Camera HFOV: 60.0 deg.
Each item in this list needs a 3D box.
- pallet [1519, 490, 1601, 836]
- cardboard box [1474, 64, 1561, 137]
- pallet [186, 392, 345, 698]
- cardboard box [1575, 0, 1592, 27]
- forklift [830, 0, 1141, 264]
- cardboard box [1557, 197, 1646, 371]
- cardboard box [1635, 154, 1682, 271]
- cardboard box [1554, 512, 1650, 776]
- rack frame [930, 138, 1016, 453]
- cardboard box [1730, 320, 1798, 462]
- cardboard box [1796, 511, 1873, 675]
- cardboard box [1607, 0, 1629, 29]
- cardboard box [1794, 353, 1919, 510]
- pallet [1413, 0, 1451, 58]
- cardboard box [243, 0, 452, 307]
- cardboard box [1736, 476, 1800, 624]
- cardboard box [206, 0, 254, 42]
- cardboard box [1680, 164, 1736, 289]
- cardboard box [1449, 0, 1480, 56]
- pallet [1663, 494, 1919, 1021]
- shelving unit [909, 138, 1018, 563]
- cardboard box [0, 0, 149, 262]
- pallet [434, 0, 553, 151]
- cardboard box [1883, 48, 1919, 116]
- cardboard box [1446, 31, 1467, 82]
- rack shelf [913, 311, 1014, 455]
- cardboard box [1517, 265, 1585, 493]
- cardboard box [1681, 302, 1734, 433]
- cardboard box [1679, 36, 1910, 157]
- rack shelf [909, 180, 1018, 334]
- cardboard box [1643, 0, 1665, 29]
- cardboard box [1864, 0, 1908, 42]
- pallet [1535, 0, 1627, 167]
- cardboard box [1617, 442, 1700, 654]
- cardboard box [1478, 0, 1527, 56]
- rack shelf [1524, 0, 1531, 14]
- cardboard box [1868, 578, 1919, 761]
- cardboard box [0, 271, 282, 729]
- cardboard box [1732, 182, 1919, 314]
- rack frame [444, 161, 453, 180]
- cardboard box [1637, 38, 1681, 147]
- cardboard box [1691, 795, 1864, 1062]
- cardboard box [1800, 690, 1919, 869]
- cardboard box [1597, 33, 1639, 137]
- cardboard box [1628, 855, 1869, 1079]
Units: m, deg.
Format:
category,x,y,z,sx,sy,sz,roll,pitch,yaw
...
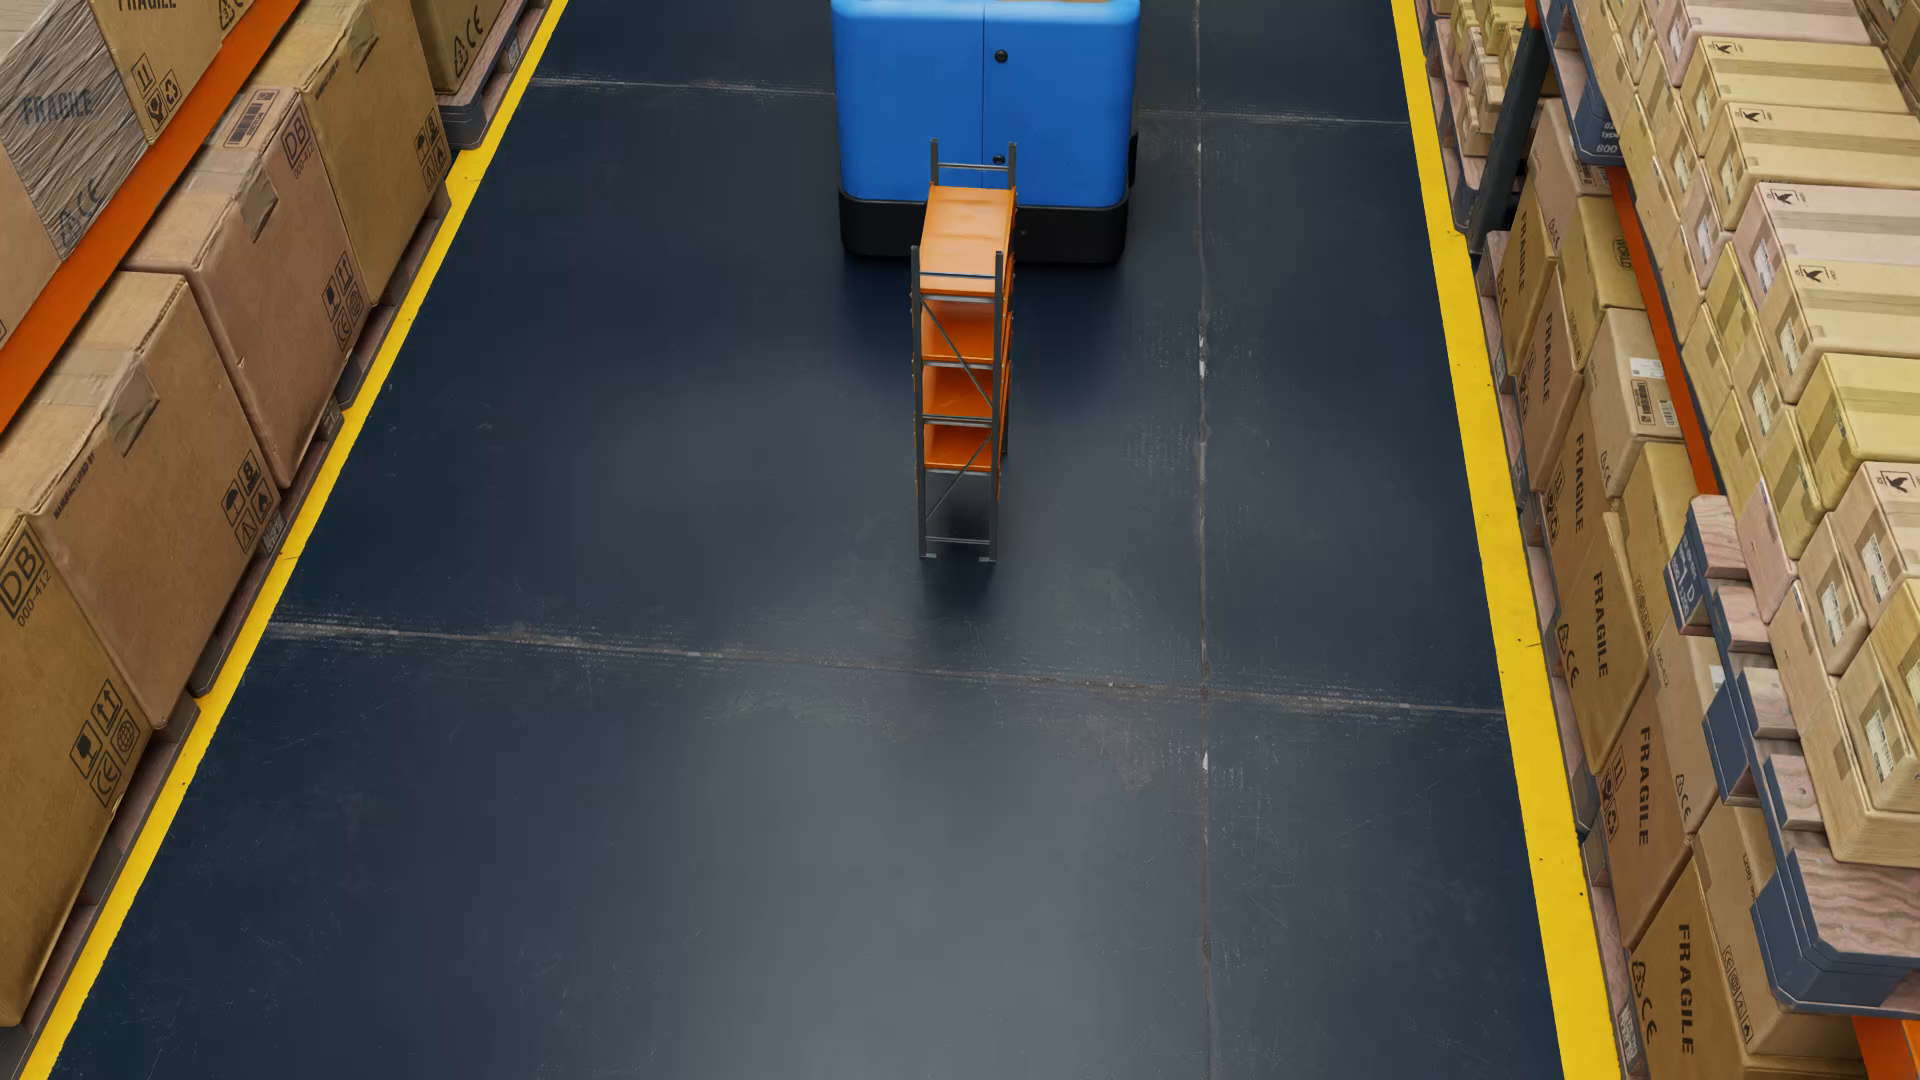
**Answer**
category,x,y,z,sx,sy,sz,roll,pitch,yaw
pallet,2.229,0.325,4.810,1.003,0.211,1.213,4,48,4
cardboard box,2.119,-1.620,6.145,0.380,0.149,0.250,5,48,4
pallet,-2.627,-0.083,5.183,1.003,0.211,1.213,4,48,4
cardboard box,1.867,-1.498,4.473,0.380,0.149,0.250,4,48,4
forklift,0.164,-3.084,6.084,1.130,2.935,3.031,2,48,2
cardboard box,2.031,-0.722,4.778,0.500,0.250,0.500,5,48,5
cardboard box,1.774,-0.741,3.780,0.380,0.149,0.250,2,48,2
cardboard box,1.925,0.282,4.369,0.500,0.500,0.500,2,48,2
rack frame,0.037,-0.706,5.083,0.240,1.200,0.015,4,48,4
cardboard box,1.702,-0.272,3.150,0.380,0.149,0.250,4,48,4
cardboard box,1.657,0.105,2.805,0.380,0.149,0.250,5,48,5
cardboard box,1.846,-1.414,4.195,0.380,0.149,0.250,2,48,2
cardboard box,1.680,-0.173,2.858,0.380,0.149,0.250,5,48,5
pallet,2.542,-2.541,7.431,1.003,0.211,1.213,4,48,4
cardboard box,-2.561,-1.448,5.697,1.225,0.875,0.875,4,48,4
cardboard box,1.677,0.031,3.075,0.380,0.149,0.250,5,48,4
cardboard box,-2.345,-1.803,4.799,0.500,0.500,0.500,5,48,5
cardboard box,1.750,-0.647,3.493,0.380,0.149,0.250,5,48,5
cardboard box,2.139,-2.018,6.508,0.380,0.149,0.250,2,48,2
pallet,2.002,0.386,2.994,1.213,0.211,1.003,4,48,4
shelving unit,0.015,-0.527,4.919,0.258,1.200,0.503,4,48,4
cardboard box,-2.437,-1.051,4.111,0.500,0.500,0.500,4,48,4
pallet,-2.376,-2.107,7.034,1.003,0.211,1.213,4,48,4
cardboard box,2.478,-1.076,4.087,0.380,0.149,0.250,2,48,2
cardboard box,2.171,-1.962,6.659,0.380,0.149,0.250,2,48,2
rack shelf,0.015,-0.481,4.968,0.258,0.148,0.480,4,48,4
cardboard box,2.029,-0.471,5.058,0.500,0.500,0.500,6,48,5
cardboard box,1.727,-0.350,3.423,0.380,0.149,0.250,2,48,2
cardboard box,1.776,-0.938,3.557,0.380,0.149,0.250,5,48,5
rack shelf,0.015,-0.792,4.629,0.258,0.148,0.480,4,48,4
cardboard box,1.820,-1.321,3.908,0.380,0.149,0.250,4,48,3
cardboard box,2.499,-1.362,4.147,0.380,0.149,0.250,2,48,2
pallet,2.193,-1.470,4.692,1.003,0.211,1.213,4,48,4
cardboard box,1.941,0.037,4.085,0.500,0.250,0.500,5,48,4
cardboard box,2.164,-1.937,6.233,0.380,0.149,0.250,4,48,4
rack shelf,2.590,-3.314,6.736,1.077,0.370,4.000,4,48,4
cardboard box,1.631,0.204,2.514,0.380,0.149,0.250,2,48,2
cardboard box,-2.715,-0.140,4.501,1.225,0.875,0.875,4,48,4
cardboard box,1.728,-0.547,3.200,0.380,0.149,0.250,4,48,4
rack frame,-2.523,-2.495,5.499,1.000,3.000,0.127,4,48,4
cardboard box,1.799,-1.021,3.835,0.380,0.149,0.250,3,48,3
cardboard box,1.844,0.781,3.404,0.500,0.250,0.500,3,48,3
cardboard box,1.630,0.402,2.735,0.380,0.149,0.250,5,48,4
cardboard box,1.821,-1.126,4.133,0.380,0.149,0.250,2,48,2
cardboard box,1.842,1.053,3.664,0.500,0.500,0.500,4,48,3
